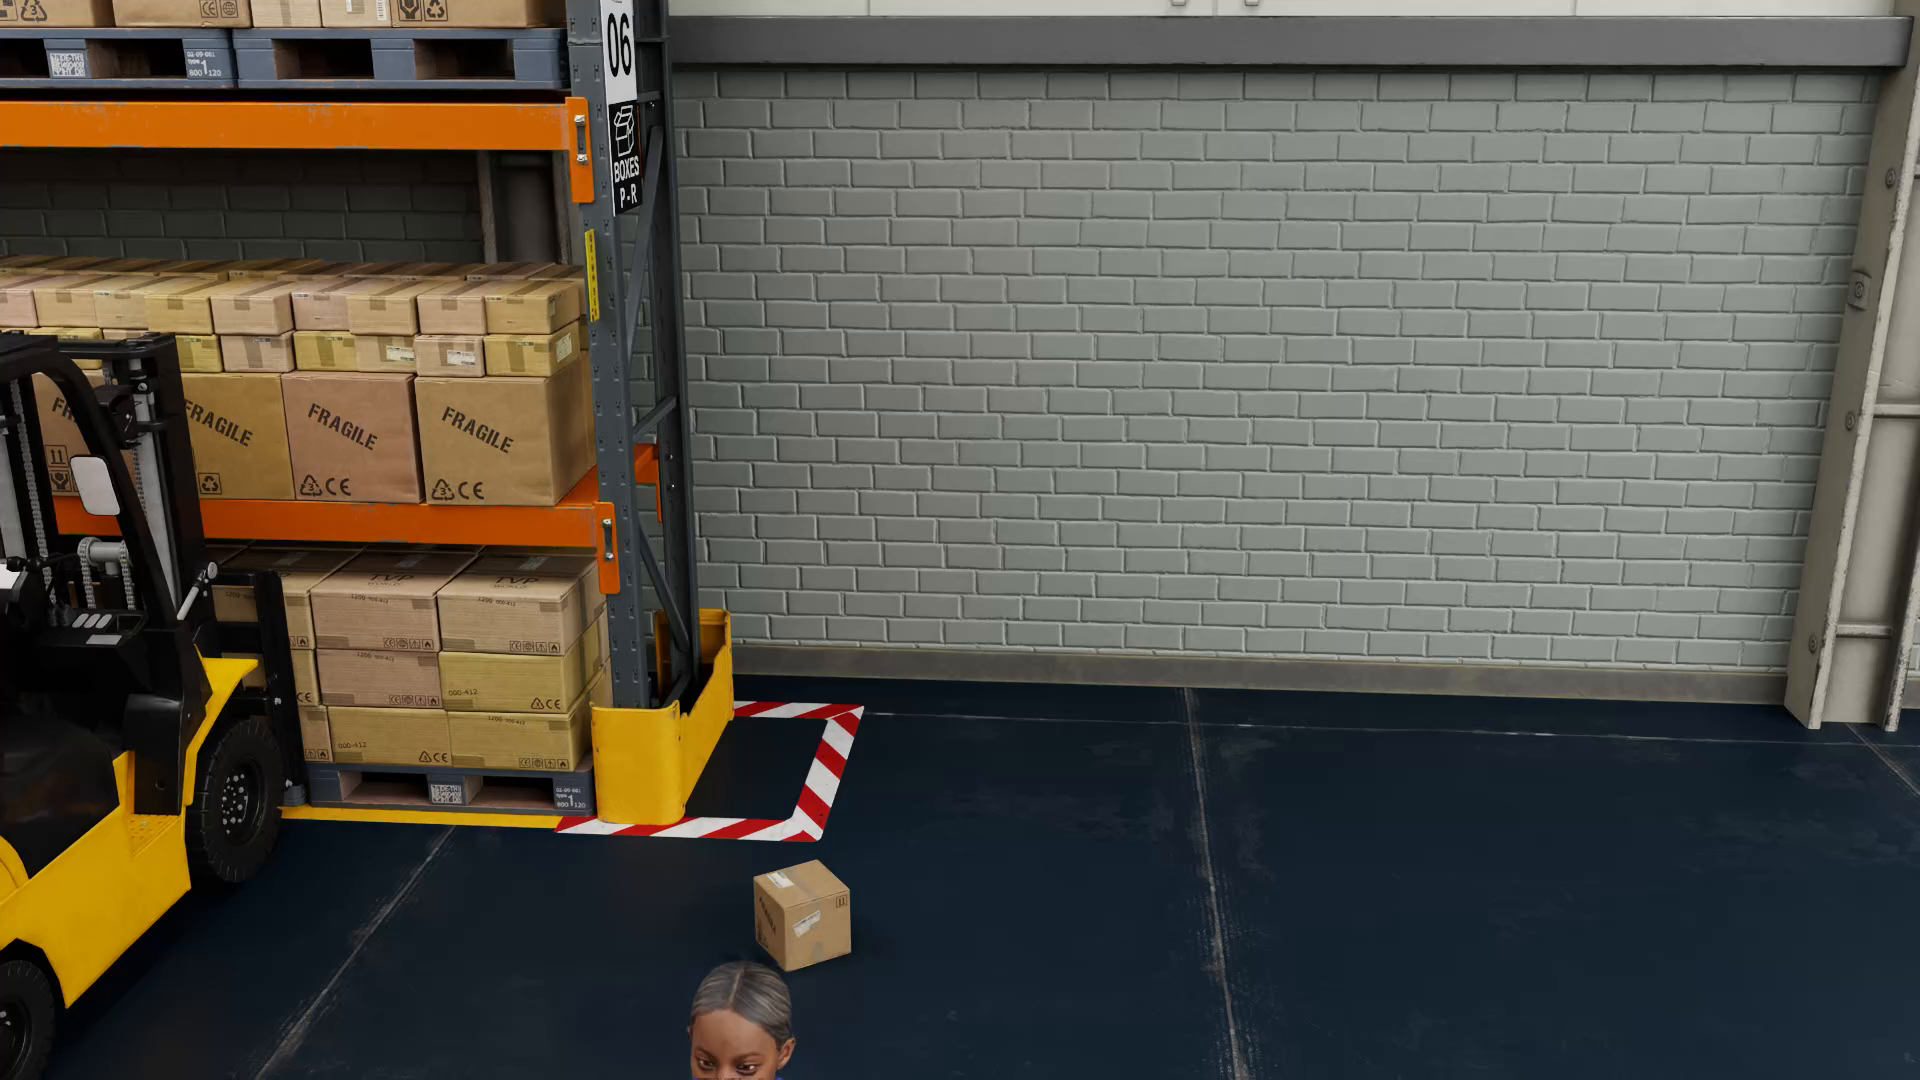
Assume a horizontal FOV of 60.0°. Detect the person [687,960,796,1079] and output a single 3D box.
[{"bbox_3d":[-0.369,1.512,2.815,0.486,1.671,0.792,0,18,1],"label":"person"}]
